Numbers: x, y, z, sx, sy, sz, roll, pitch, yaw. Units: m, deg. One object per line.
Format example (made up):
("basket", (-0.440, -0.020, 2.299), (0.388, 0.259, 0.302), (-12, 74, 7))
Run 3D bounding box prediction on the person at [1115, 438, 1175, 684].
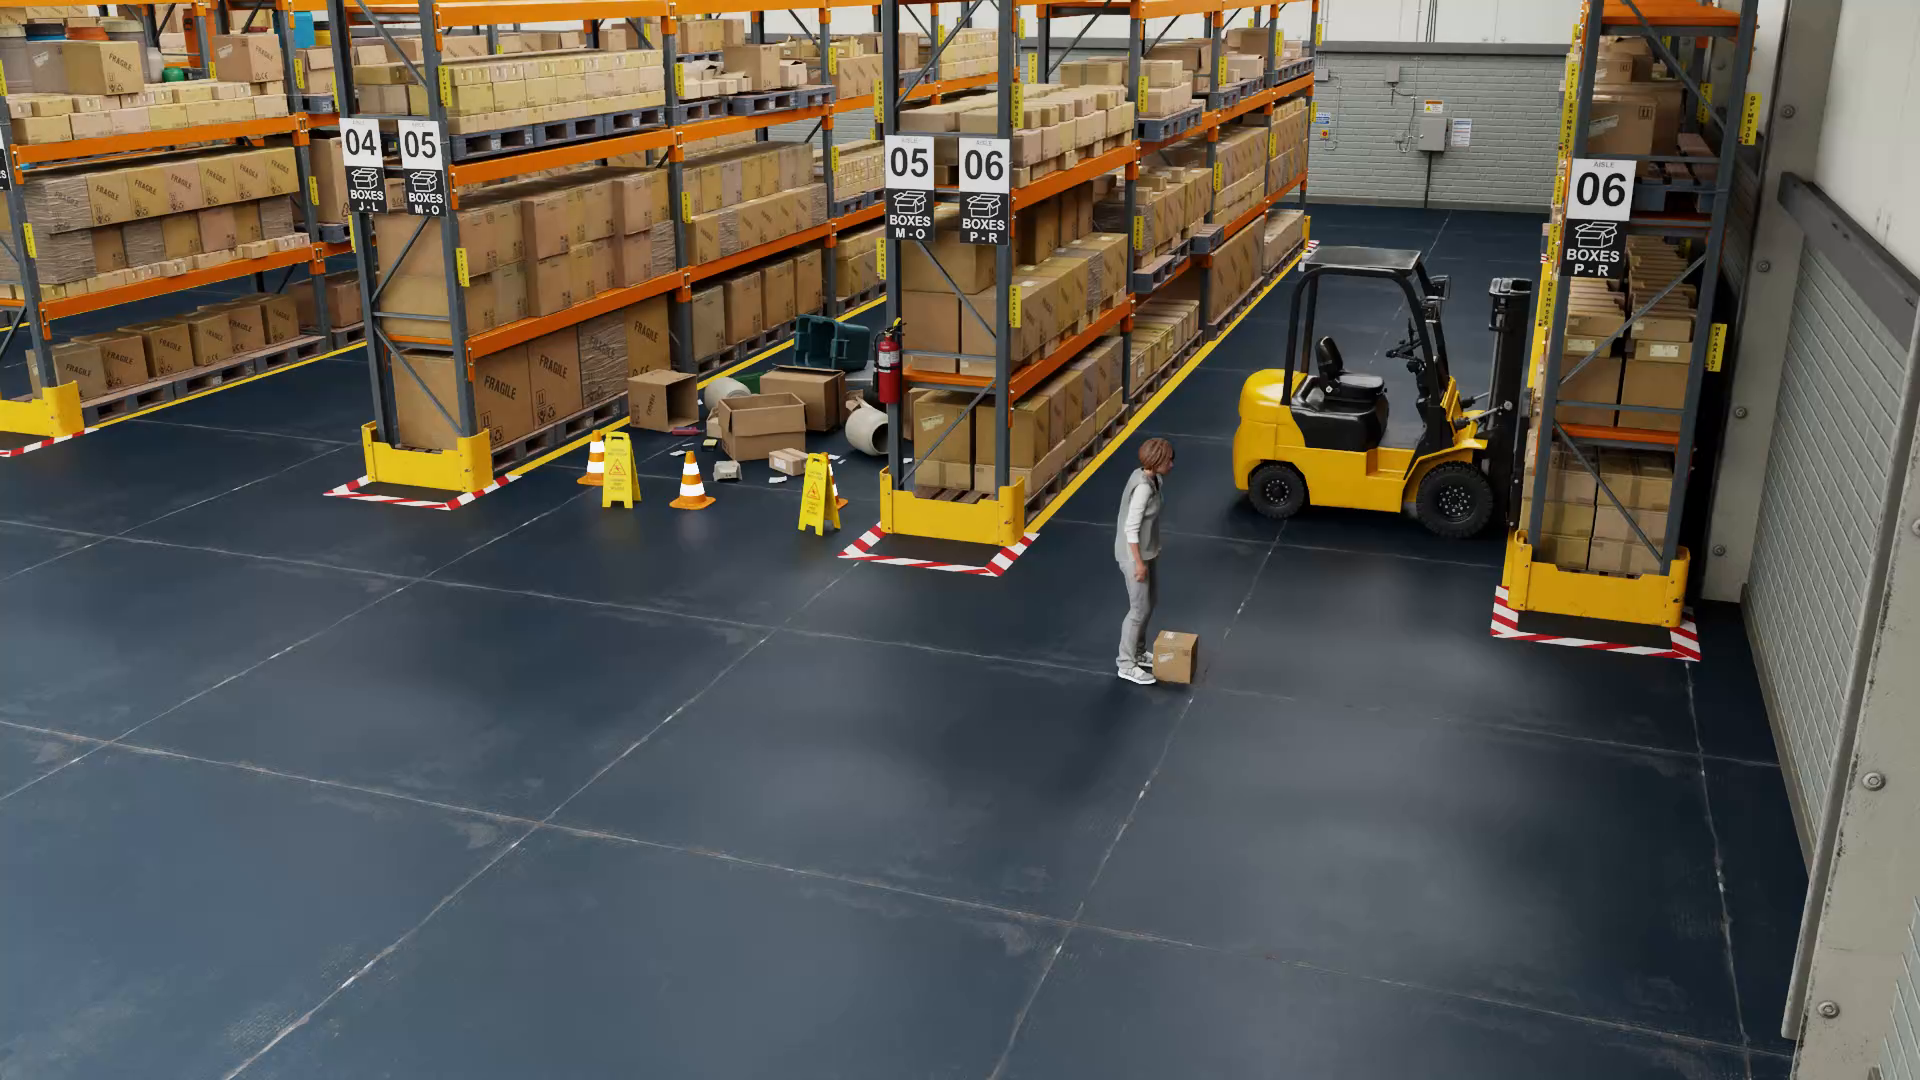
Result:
("person", (1.182, 0.110, 10.760), (0.348, 1.593, 0.465), (6, 20, 18))
